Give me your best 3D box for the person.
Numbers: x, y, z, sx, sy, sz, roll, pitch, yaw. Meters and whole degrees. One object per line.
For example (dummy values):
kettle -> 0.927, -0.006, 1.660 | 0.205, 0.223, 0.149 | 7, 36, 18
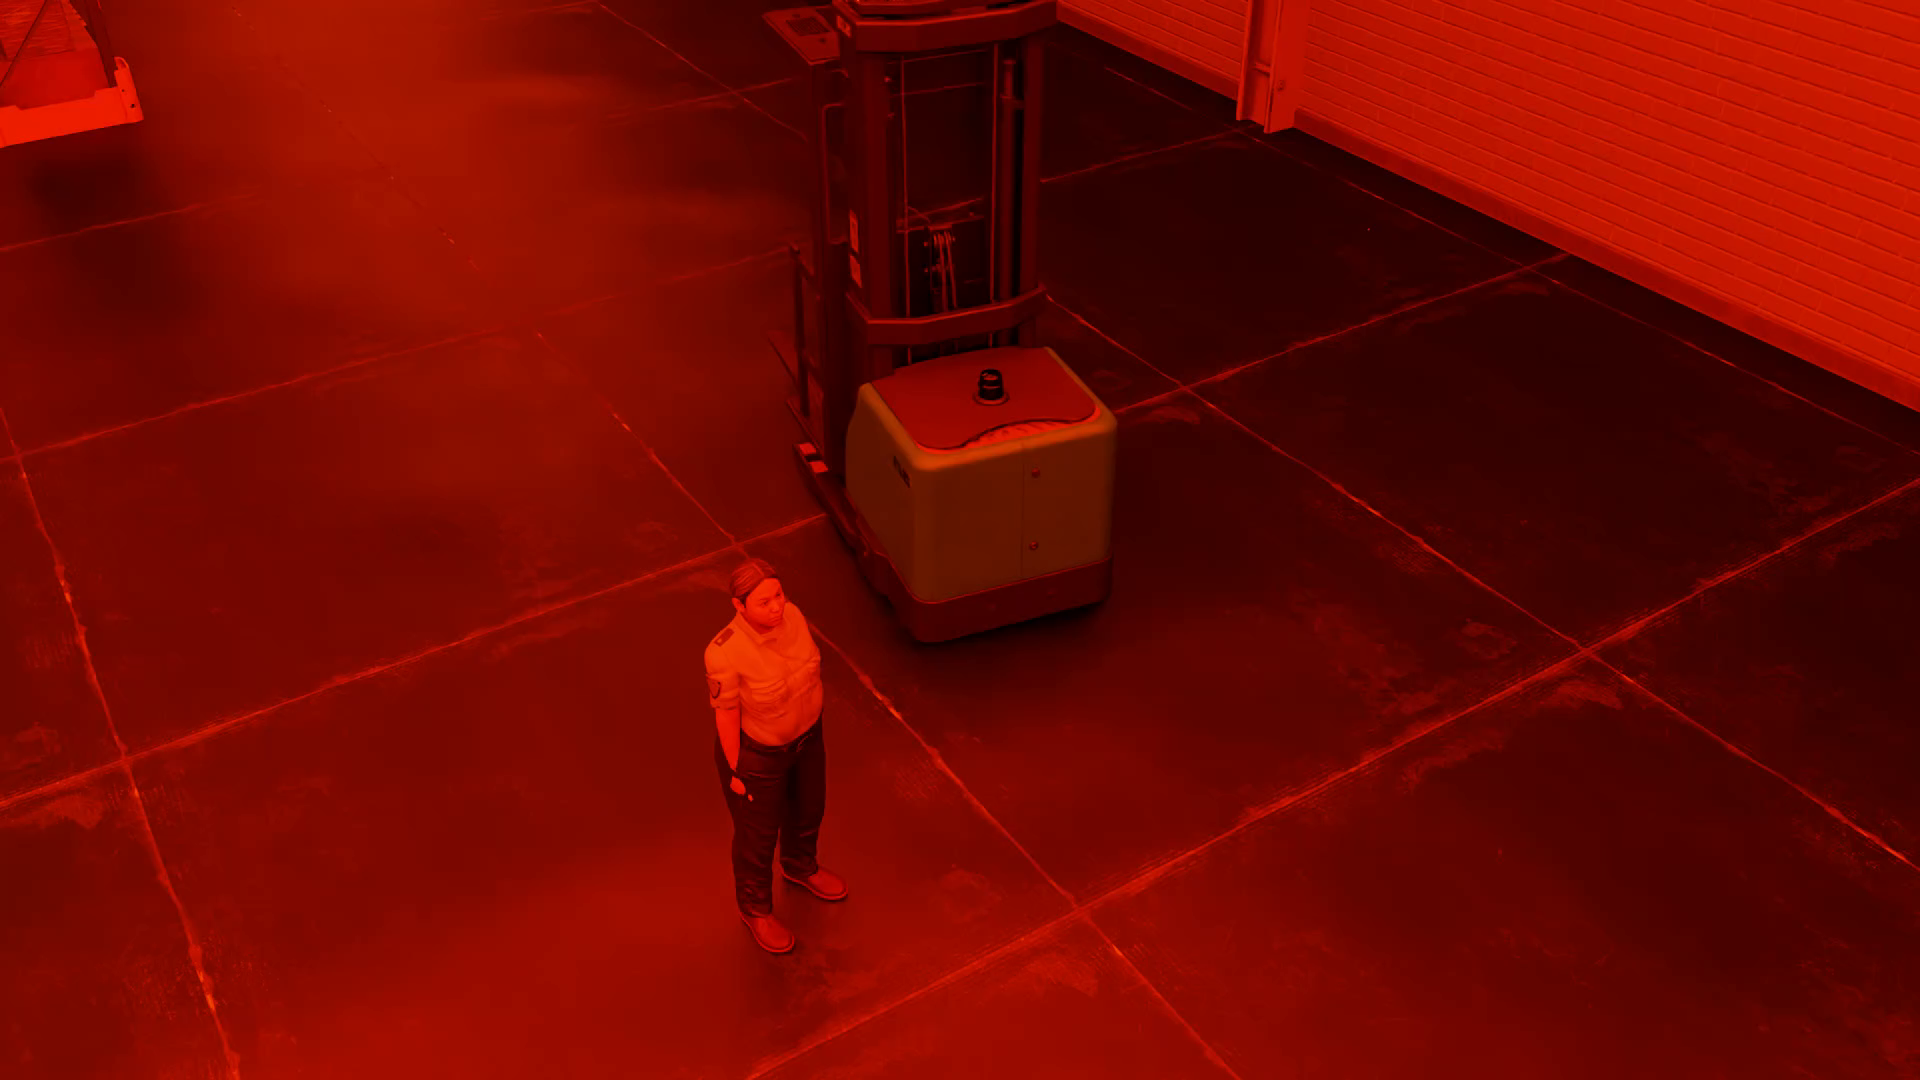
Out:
person -> -0.688, 0.776, 6.166 | 0.361, 1.650, 0.473 | 23, 41, 29

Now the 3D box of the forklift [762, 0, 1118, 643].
forklift -> -0.284, -1.552, 8.356 | 1.130, 2.935, 3.031 | -13, 37, -18
